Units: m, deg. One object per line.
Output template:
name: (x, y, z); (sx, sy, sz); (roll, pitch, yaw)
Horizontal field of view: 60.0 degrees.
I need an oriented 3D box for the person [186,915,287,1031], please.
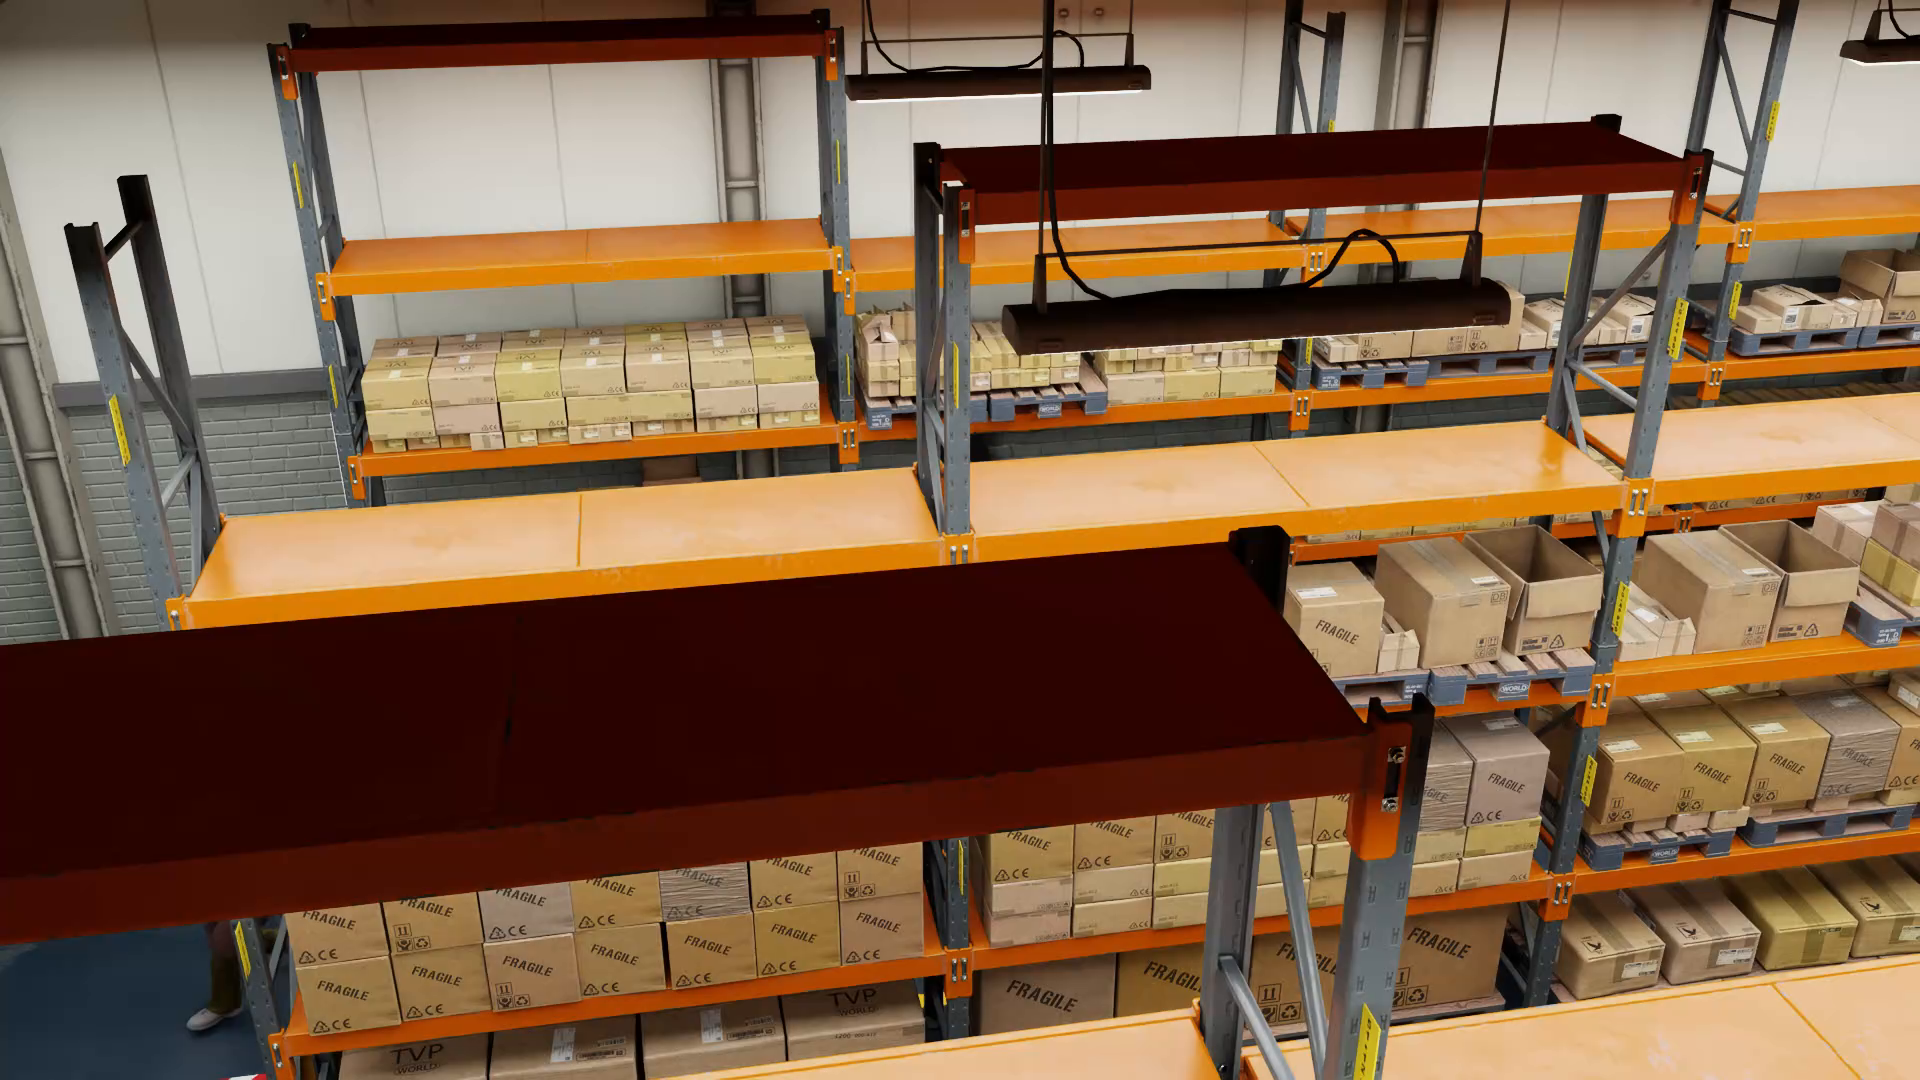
person: (-4.792, 2.490, 11.136); (0.768, 1.741, 0.896); (18, 31, 33)
